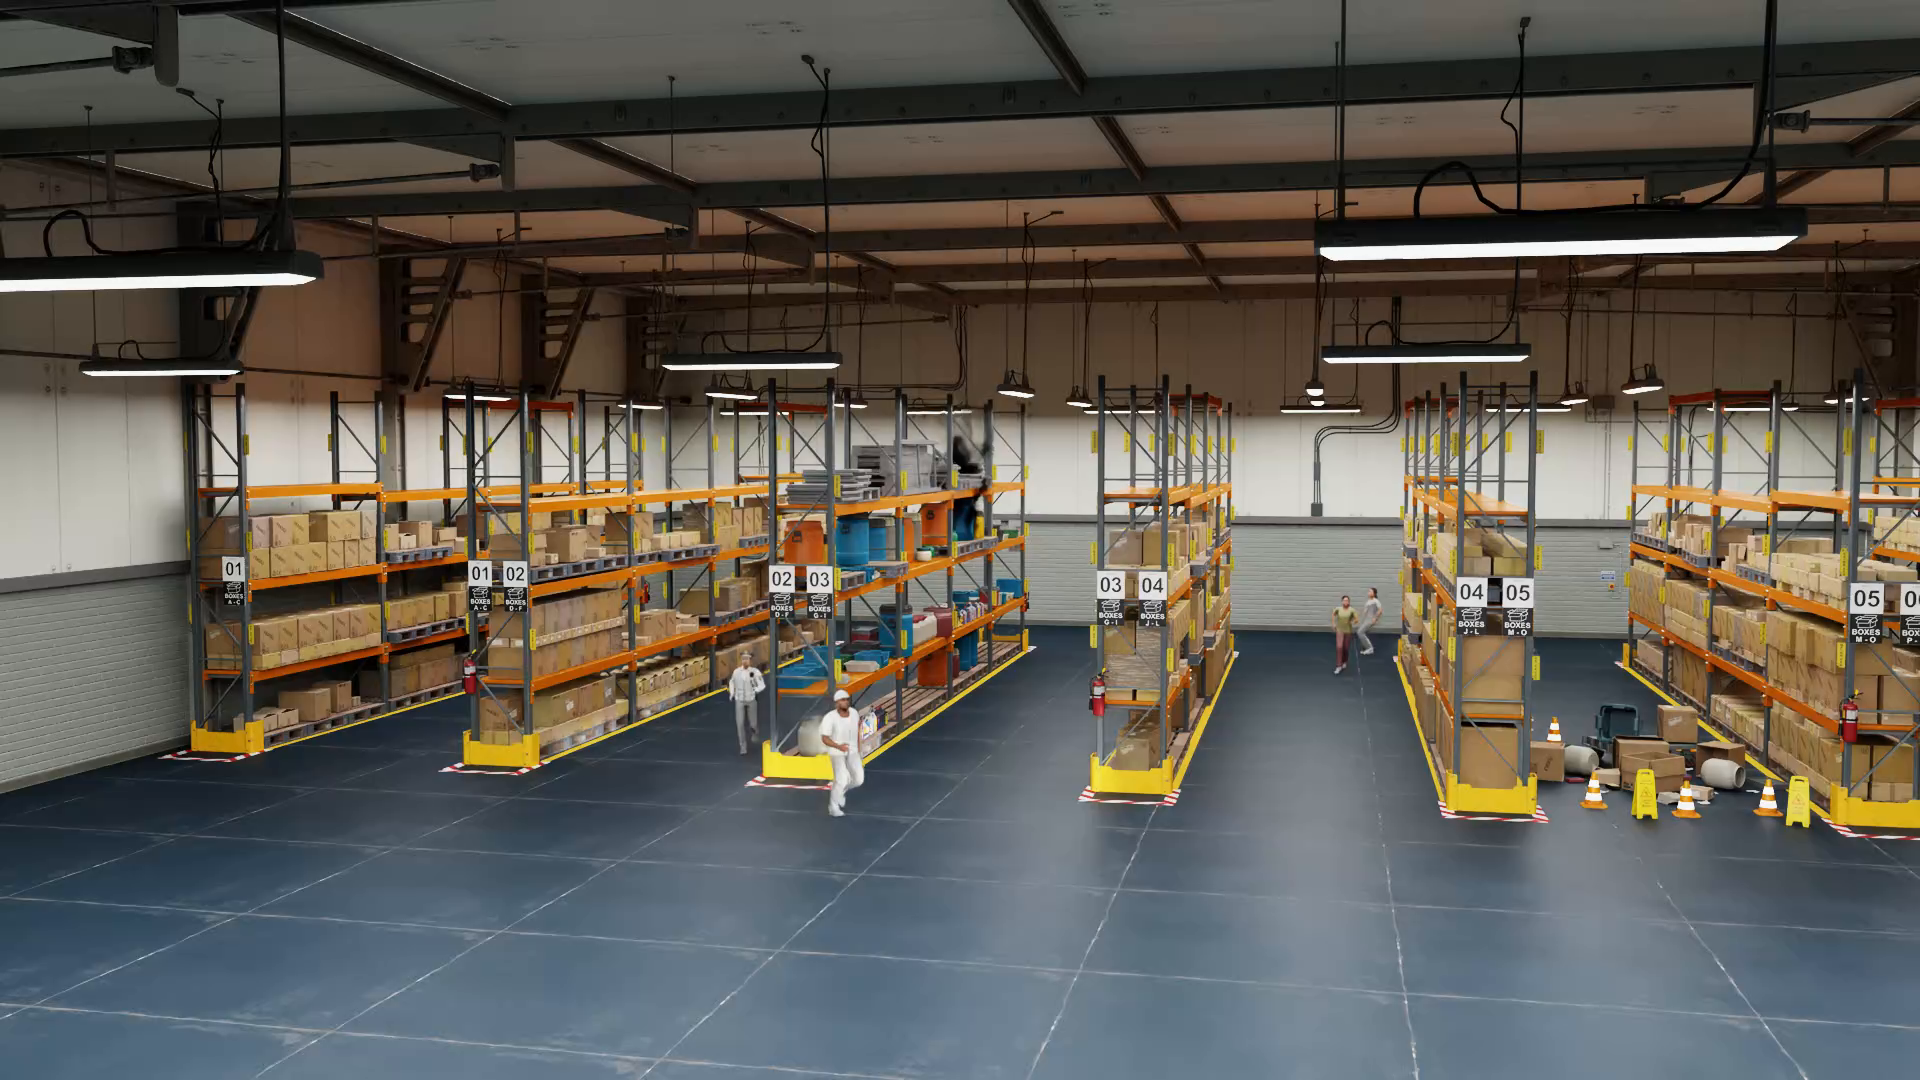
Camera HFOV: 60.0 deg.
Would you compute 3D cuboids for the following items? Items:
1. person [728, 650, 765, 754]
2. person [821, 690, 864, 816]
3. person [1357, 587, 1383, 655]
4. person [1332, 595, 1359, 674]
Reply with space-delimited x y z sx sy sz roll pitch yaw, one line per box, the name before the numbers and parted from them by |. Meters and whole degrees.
person | -3.487 2.619 27.107 0.625 1.660 0.748 0 3 3
person | -1.529 2.863 22.315 0.725 1.716 0.650 -2 4 -37
person | 9.738 1.934 39.660 0.544 1.625 0.583 0 3 -1
person | 8.494 2.063 36.672 0.583 1.699 0.843 1 3 13
